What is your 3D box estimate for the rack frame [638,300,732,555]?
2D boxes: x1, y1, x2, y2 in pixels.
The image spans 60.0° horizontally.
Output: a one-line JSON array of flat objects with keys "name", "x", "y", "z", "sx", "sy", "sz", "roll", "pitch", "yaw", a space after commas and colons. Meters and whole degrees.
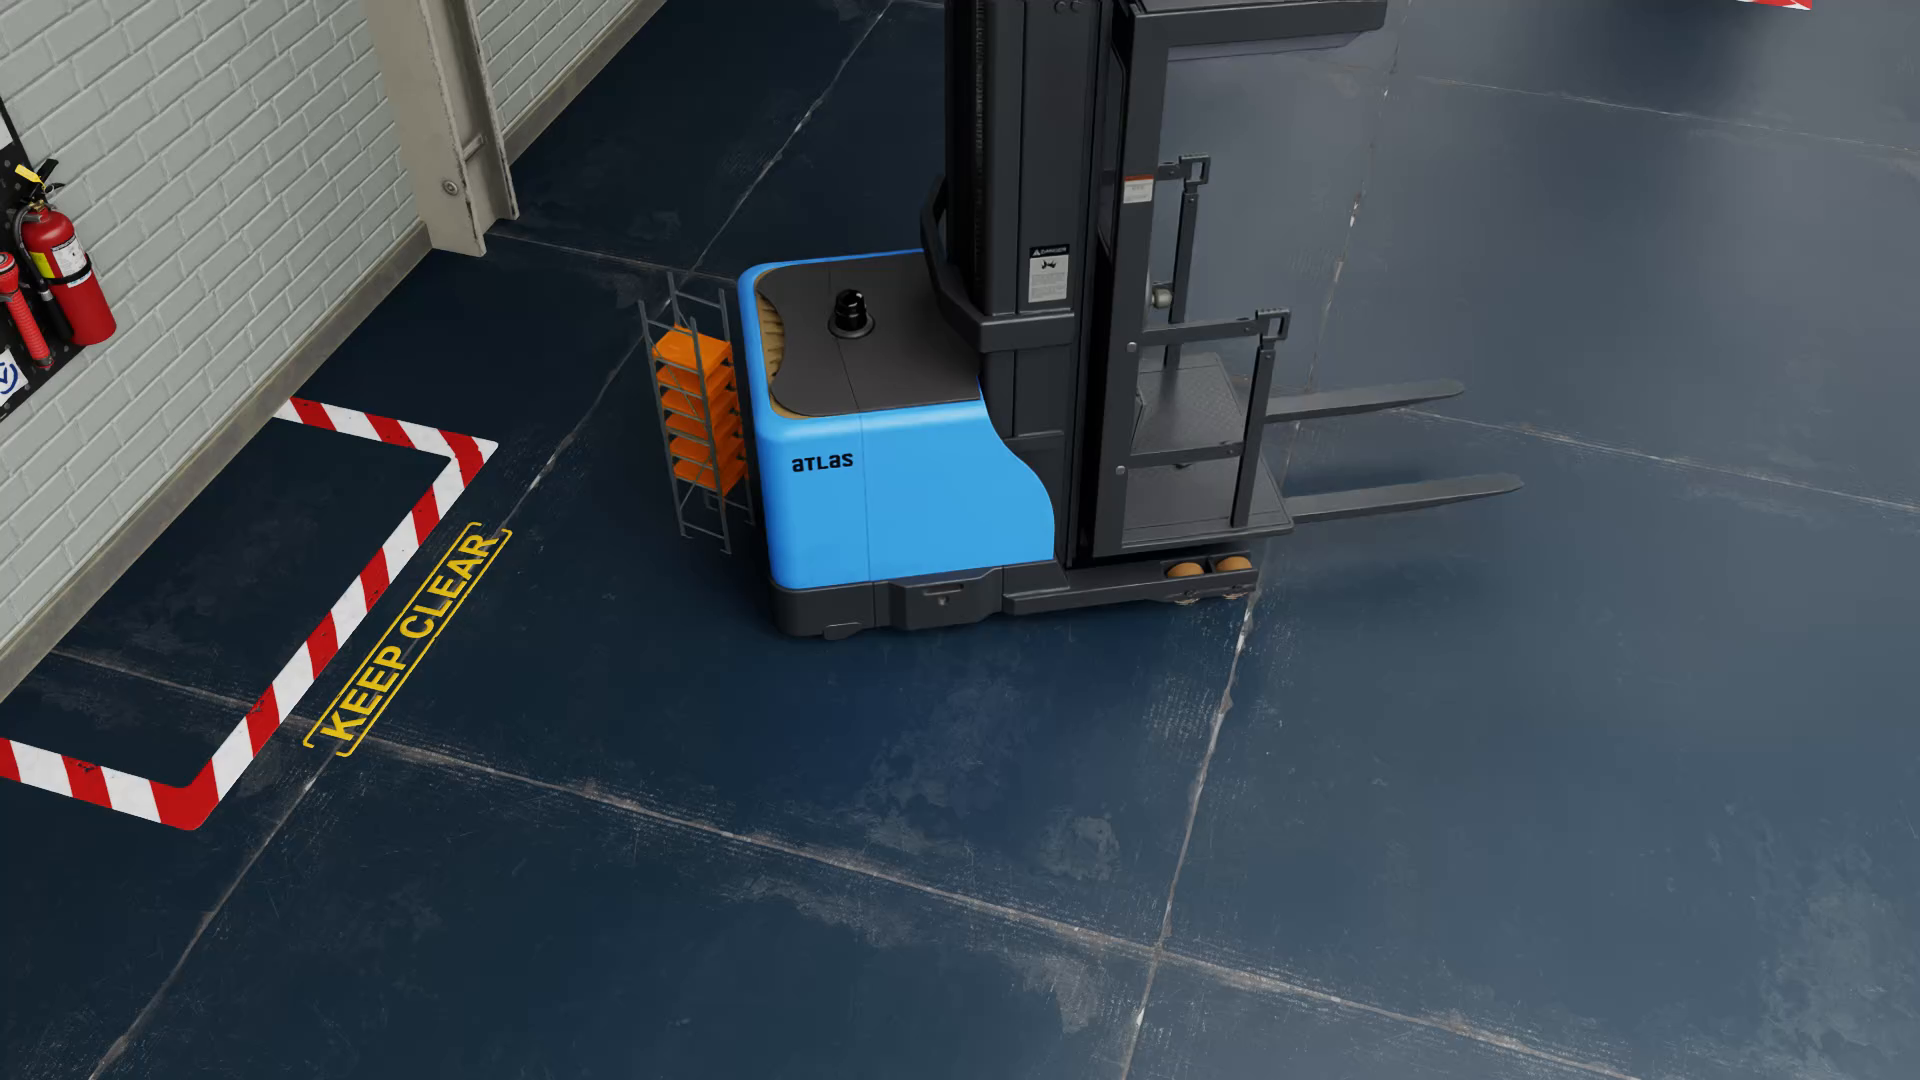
[{"name": "rack frame", "x": -1.031, "y": -0.397, "z": 6.297, "sx": 0.240, "sy": 1.200, "sz": 0.006, "roll": 20, "pitch": 49, "yaw": 19}]

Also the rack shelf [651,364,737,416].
[{"name": "rack shelf", "x": -0.991, "y": -0.592, "z": 6.213, "sx": 0.258, "sy": 0.103, "sz": 0.180, "roll": 20, "pitch": 49, "yaw": 19}]

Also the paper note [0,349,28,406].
[{"name": "paper note", "x": -3.342, "y": -0.569, "z": 5.817, "sx": 0.016, "sy": 0.148, "sz": 0.142, "roll": 13, "pitch": 46, "yaw": 13}]

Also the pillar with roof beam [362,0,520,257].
[{"name": "pillar with roof beam", "x": 1.665, "y": -3.859, "z": 4.259, "sx": 9.100, "sy": 9.000, "sz": 0.400, "roll": 13, "pitch": 46, "yaw": 13}]

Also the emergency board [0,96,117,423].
[{"name": "emergency board", "x": -3.223, "y": -0.987, "z": 5.614, "sx": 0.194, "sy": 1.169, "sz": 0.643, "roll": 13, "pitch": 46, "yaw": 13}]

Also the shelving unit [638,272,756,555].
[{"name": "shelving unit", "x": -0.990, "y": -0.456, "z": 6.353, "sx": 0.258, "sy": 1.200, "sz": 0.189, "roll": 20, "pitch": 49, "yaw": 19}]

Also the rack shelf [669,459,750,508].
[{"name": "rack shelf", "x": -0.988, "y": -0.258, "z": 6.558, "sx": 0.258, "sy": 0.103, "sz": 0.180, "roll": 20, "pitch": 49, "yaw": 19}]

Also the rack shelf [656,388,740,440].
[{"name": "rack shelf", "x": -0.990, "y": -0.508, "z": 6.299, "sx": 0.258, "sy": 0.103, "sz": 0.180, "roll": 20, "pitch": 49, "yaw": 19}]

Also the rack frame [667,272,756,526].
[{"name": "rack frame", "x": -0.948, "y": -0.515, "z": 6.410, "sx": 0.240, "sy": 1.200, "sz": 0.006, "roll": 20, "pitch": 49, "yaw": 19}]

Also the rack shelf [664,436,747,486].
[{"name": "rack shelf", "x": -0.988, "y": -0.342, "z": 6.472, "sx": 0.258, "sy": 0.103, "sz": 0.180, "roll": 20, "pitch": 49, "yaw": 19}]

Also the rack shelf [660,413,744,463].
[{"name": "rack shelf", "x": -0.989, "y": -0.425, "z": 6.385, "sx": 0.258, "sy": 0.103, "sz": 0.180, "roll": 20, "pitch": 49, "yaw": 19}]

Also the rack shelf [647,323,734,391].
[{"name": "rack shelf", "x": -0.992, "y": -0.675, "z": 6.126, "sx": 0.258, "sy": 0.103, "sz": 0.180, "roll": 20, "pitch": 49, "yaw": 19}]

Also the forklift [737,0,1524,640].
[{"name": "forklift", "x": 0.711, "y": -1.159, "z": 5.839, "sx": 3.031, "sy": 2.935, "sz": 1.130, "roll": -7, "pitch": 45, "yaw": -7}]
